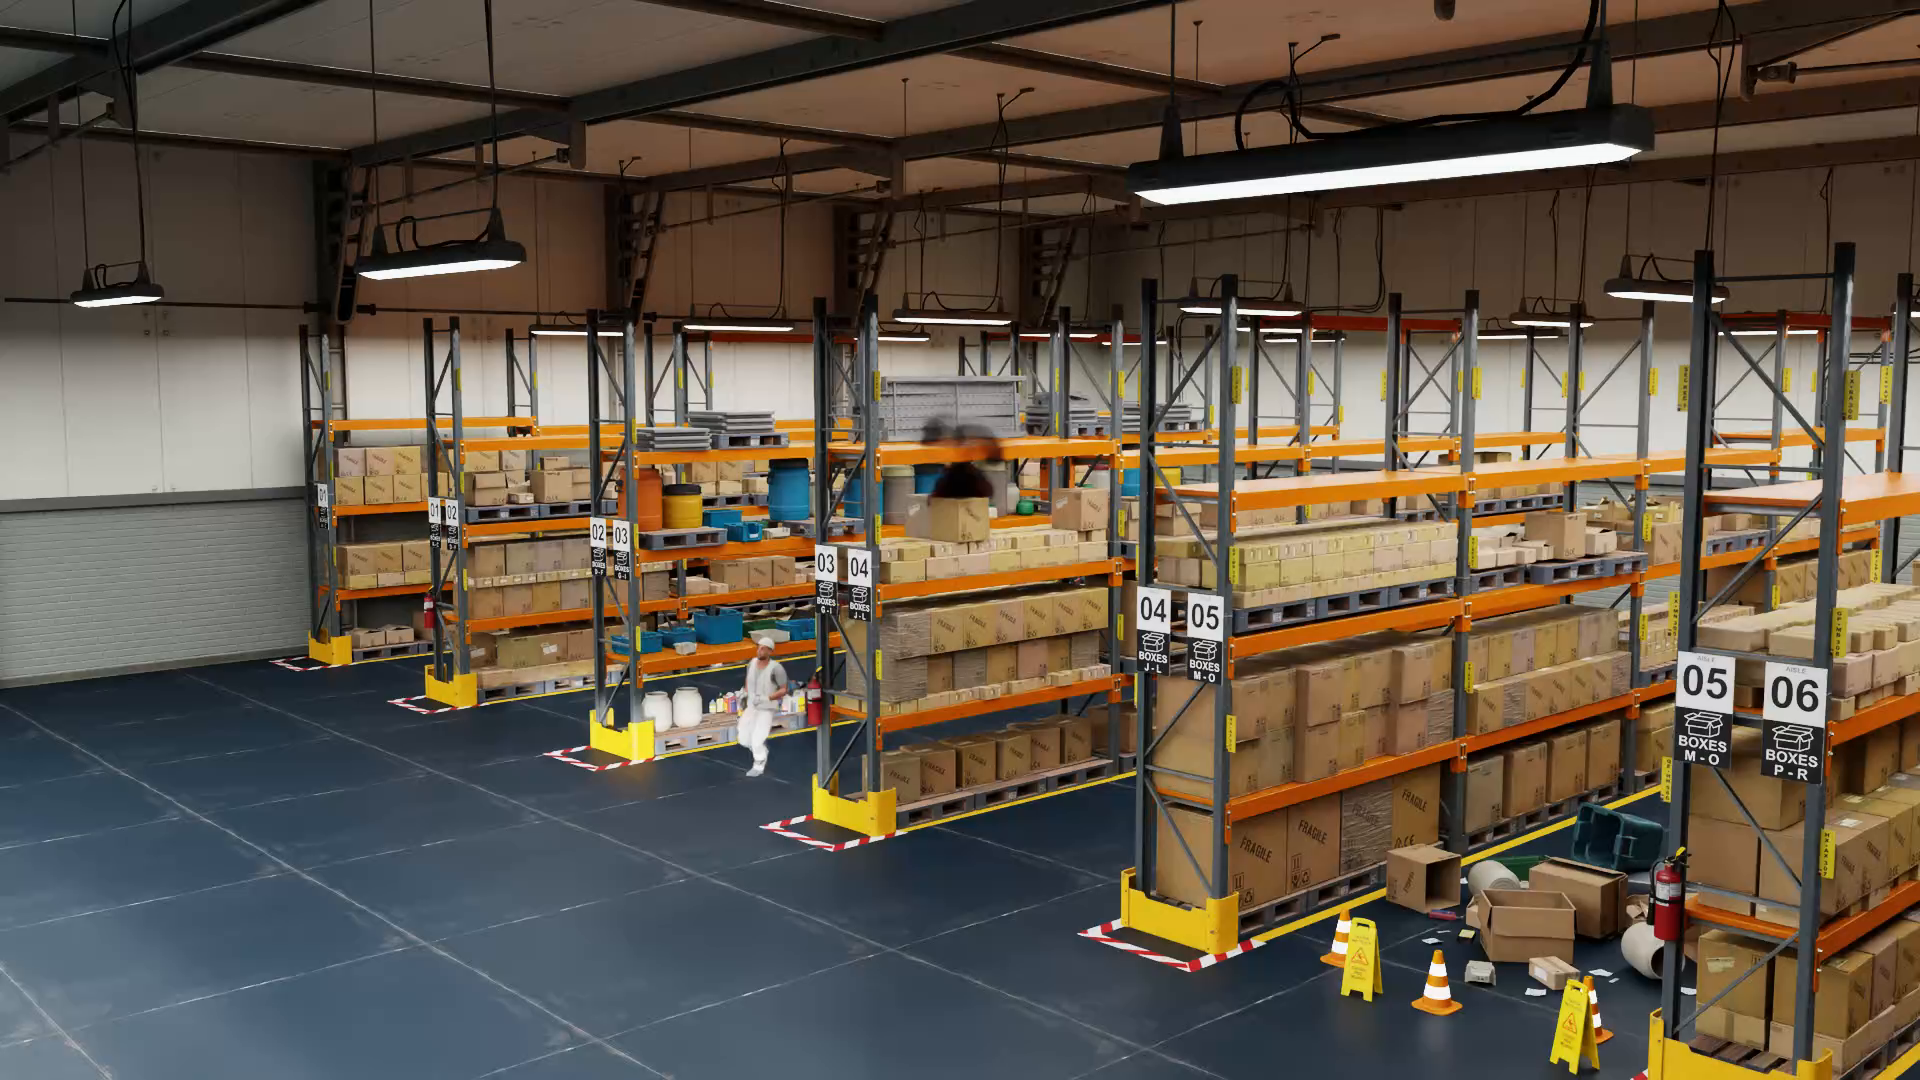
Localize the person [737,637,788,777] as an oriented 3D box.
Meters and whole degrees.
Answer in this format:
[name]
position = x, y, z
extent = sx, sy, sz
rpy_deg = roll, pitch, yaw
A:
[person]
position = -2.391, 2.013, 20.052
extent = 0.664, 1.694, 0.524
rpy_deg = 3, 6, 25
